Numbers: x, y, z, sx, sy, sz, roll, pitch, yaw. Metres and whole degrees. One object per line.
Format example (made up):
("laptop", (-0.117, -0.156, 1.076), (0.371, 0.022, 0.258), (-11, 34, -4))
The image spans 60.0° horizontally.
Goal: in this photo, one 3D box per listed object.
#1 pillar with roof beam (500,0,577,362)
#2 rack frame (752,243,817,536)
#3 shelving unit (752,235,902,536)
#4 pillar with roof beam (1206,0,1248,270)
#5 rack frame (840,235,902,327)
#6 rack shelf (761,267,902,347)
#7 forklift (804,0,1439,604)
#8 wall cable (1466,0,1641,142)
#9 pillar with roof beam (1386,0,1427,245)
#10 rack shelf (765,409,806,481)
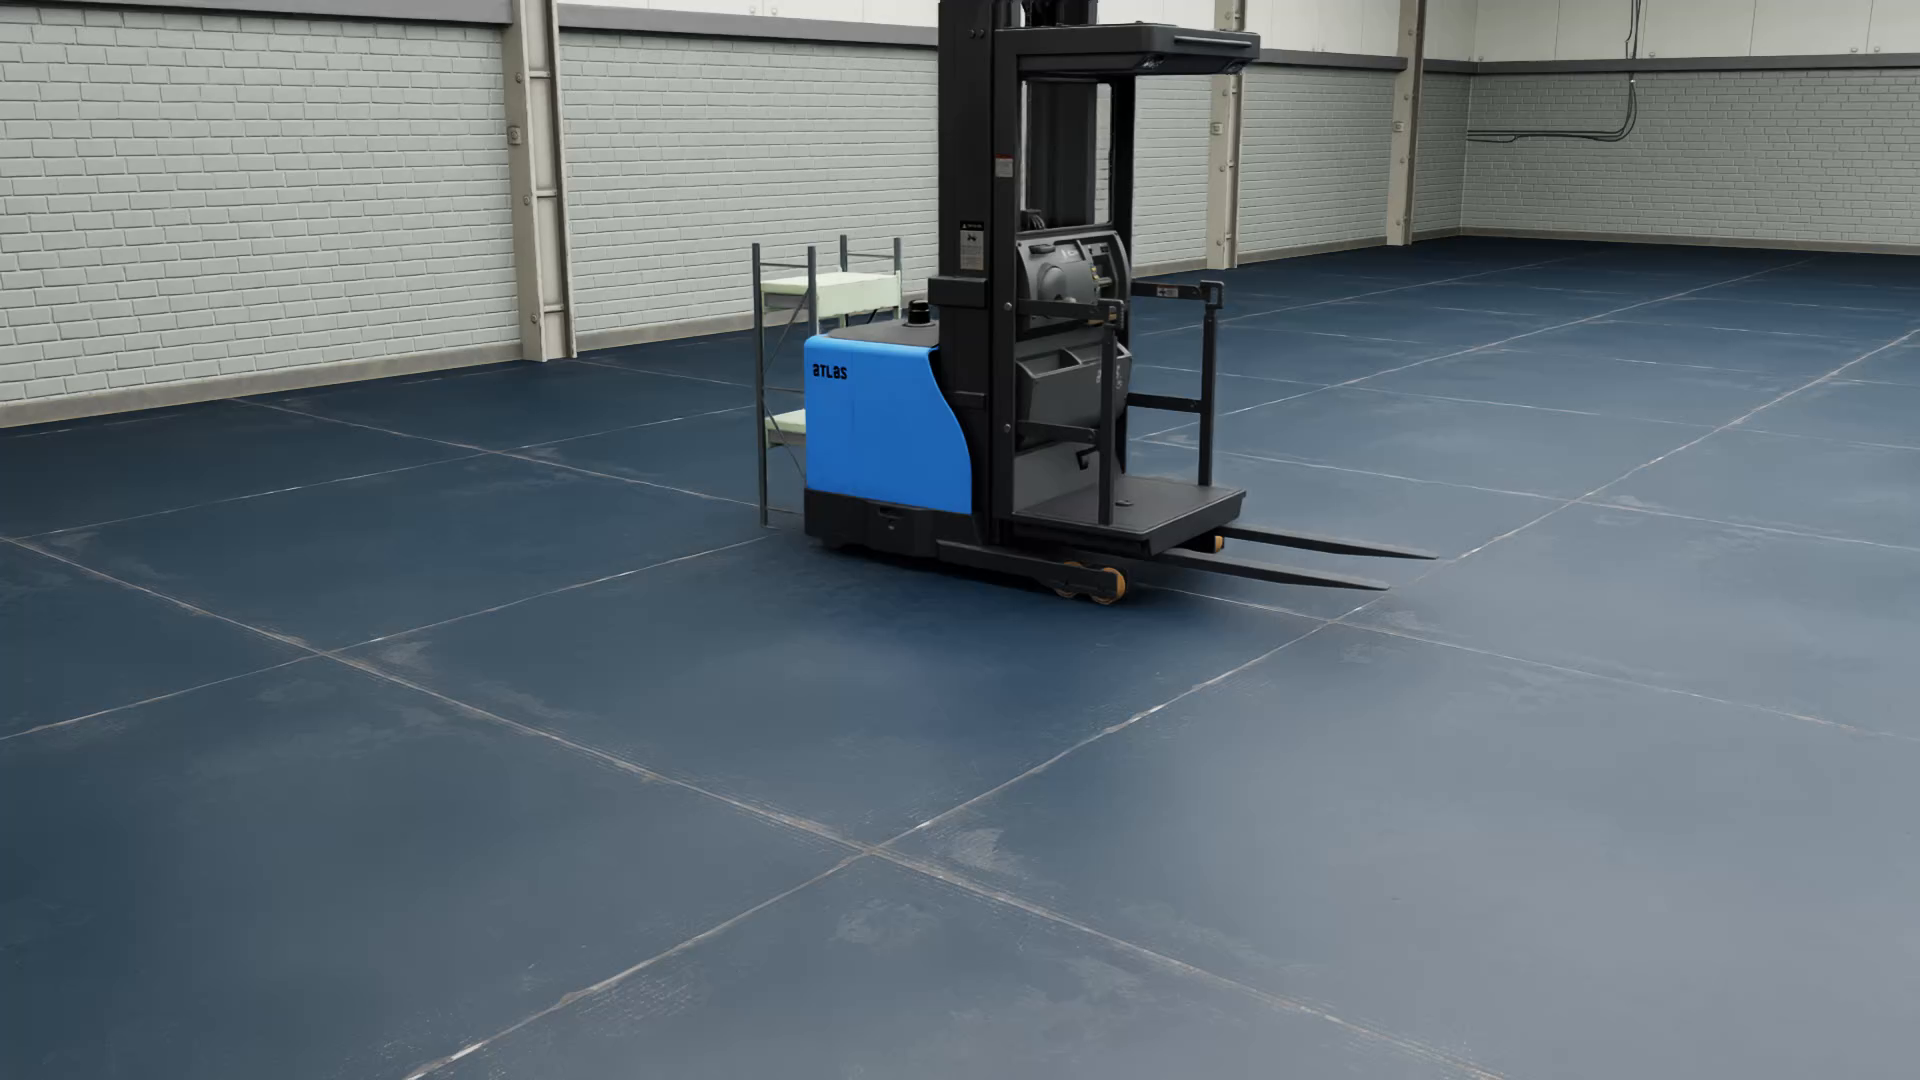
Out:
("pillar with roof beam", (-0.395, -5.356, 11.430), (9.100, 9.000, 0.400), (11, 18, 38))
("rack frame", (-0.896, -0.770, 8.608), (0.400, 1.500, 0.023), (9, 17, 33))
("shelving unit", (-0.692, -0.845, 8.902), (0.431, 1.500, 0.755), (9, 17, 33))
("pillar with roof beam", (7.147, -7.654, 20.476), (9.100, 9.000, 0.400), (11, 18, 38))
("rack frame", (-0.488, -0.920, 9.197), (0.400, 1.500, 0.023), (9, 17, 33))
("rack shelf", (-0.692, -1.223, 8.806), (0.431, 0.370, 0.720), (9, 17, 33))
("forklift", (0.712, -1.279, 7.704), (3.031, 2.935, 1.130), (10, 17, 33))
("wall cable", (10.450, -8.324, 29.419), (3.097, 2.526, 0.112), (11, 18, 38))
("pillar with roof beam", (10.918, -8.803, 24.999), (9.100, 9.000, 0.400), (11, 18, 38))
("rack shelf", (-0.692, -0.529, 8.983), (0.431, 0.370, 0.720), (9, 17, 33))
